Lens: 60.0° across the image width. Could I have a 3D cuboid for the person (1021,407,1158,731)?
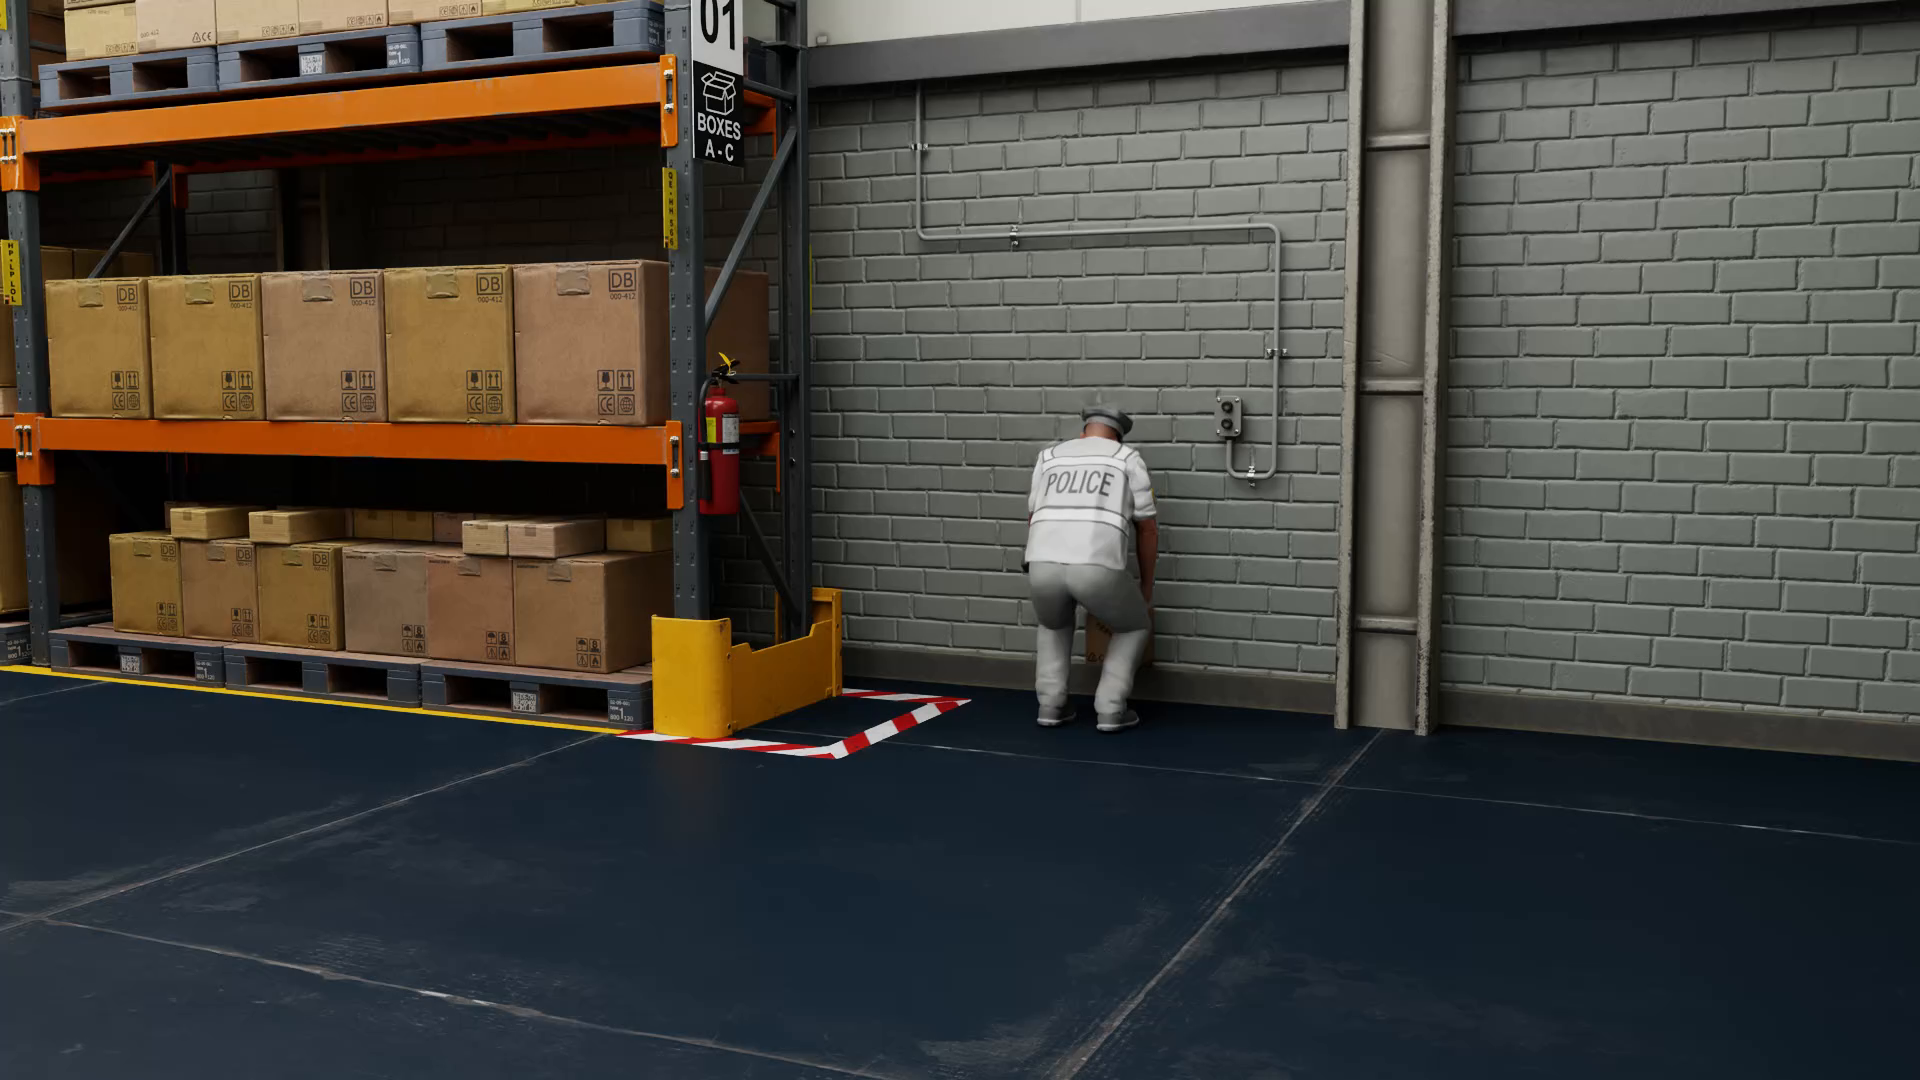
[{"bbox_3d":[0.544,0.114,7.275,0.590,1.383,0.824,2,6,24],"label":"person"}]
